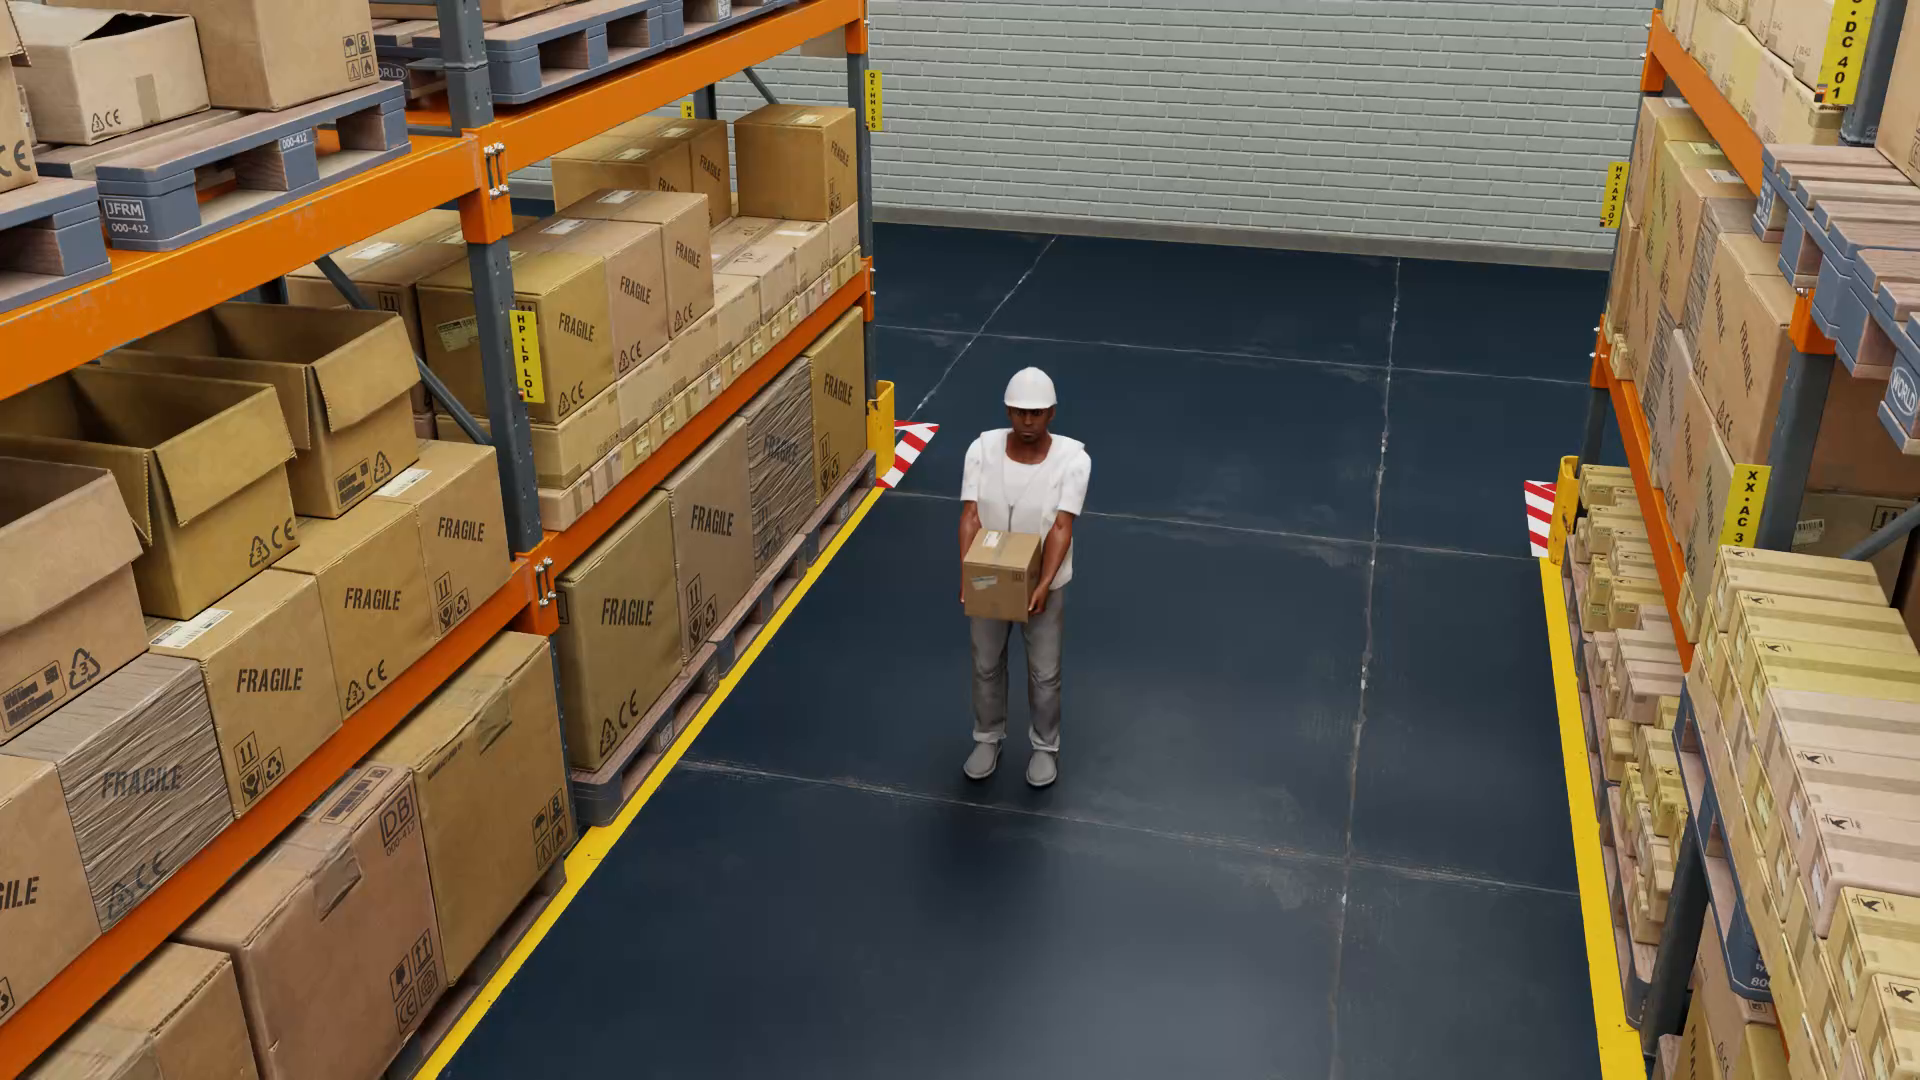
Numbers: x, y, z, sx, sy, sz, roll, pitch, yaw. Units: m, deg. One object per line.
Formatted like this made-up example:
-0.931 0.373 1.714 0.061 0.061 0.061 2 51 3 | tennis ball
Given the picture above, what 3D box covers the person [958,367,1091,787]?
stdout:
0.228 0.199 6.662 0.504 1.760 0.578 7 26 14 | person
